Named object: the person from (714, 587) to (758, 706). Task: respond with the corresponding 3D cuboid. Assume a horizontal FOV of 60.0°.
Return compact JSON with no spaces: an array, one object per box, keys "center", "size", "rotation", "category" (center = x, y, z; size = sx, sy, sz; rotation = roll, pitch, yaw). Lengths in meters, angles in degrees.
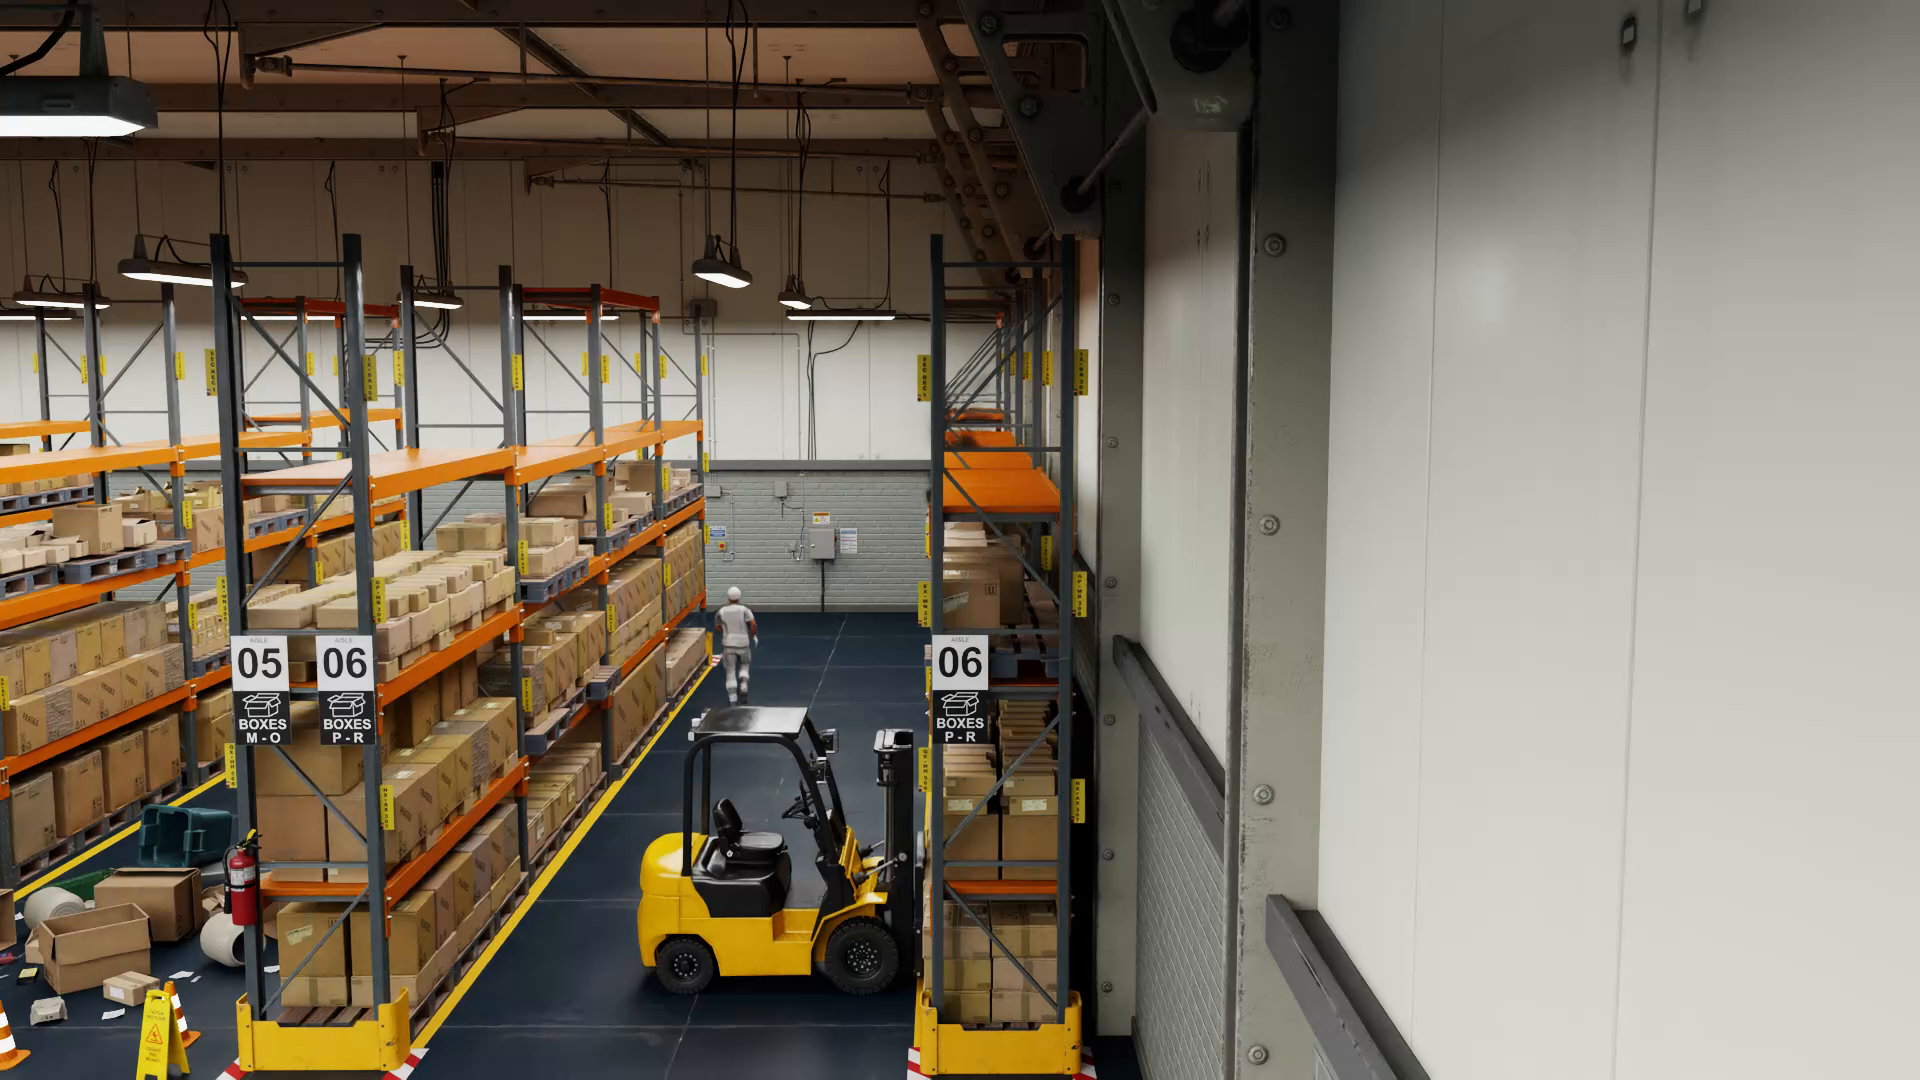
[{"center":[-3.304,1.564,24.581],"size":[0.641,1.775,0.690],"rotation":[-1,6,-5],"category":"person"}]
